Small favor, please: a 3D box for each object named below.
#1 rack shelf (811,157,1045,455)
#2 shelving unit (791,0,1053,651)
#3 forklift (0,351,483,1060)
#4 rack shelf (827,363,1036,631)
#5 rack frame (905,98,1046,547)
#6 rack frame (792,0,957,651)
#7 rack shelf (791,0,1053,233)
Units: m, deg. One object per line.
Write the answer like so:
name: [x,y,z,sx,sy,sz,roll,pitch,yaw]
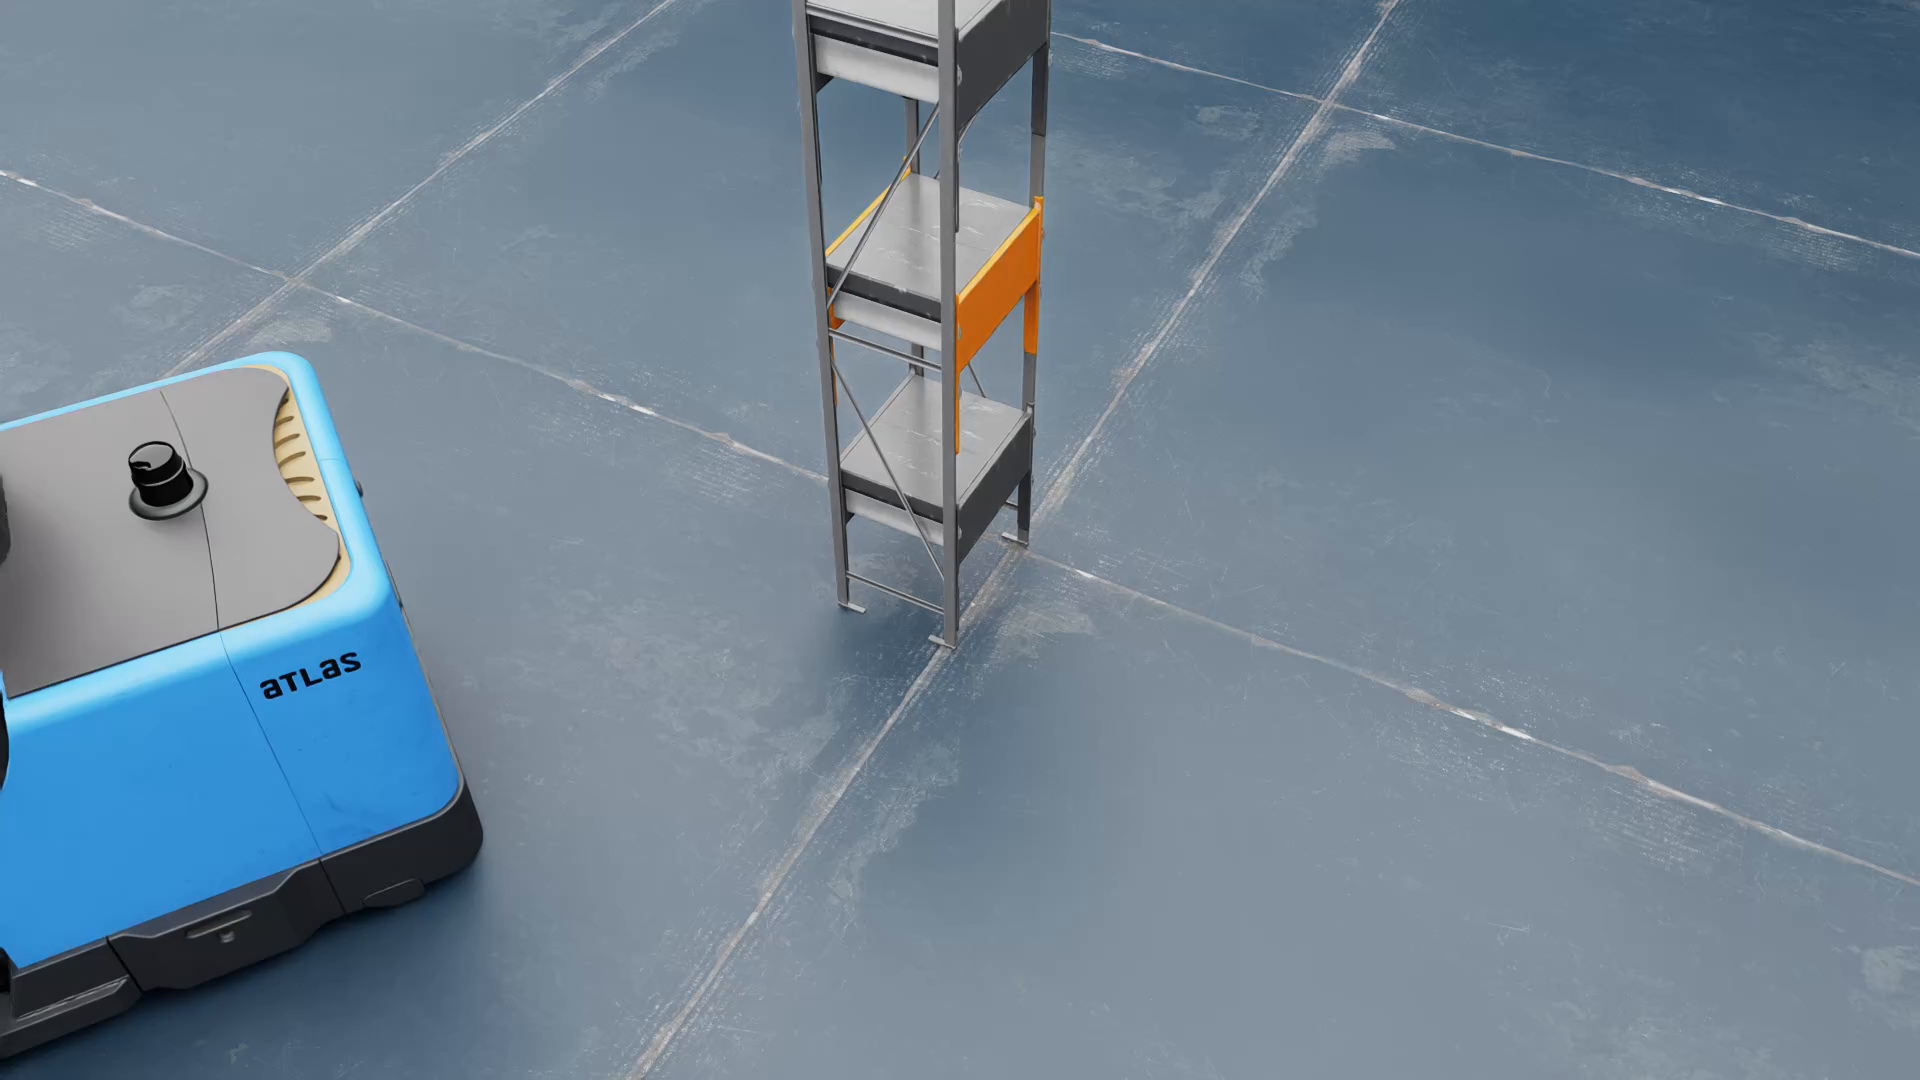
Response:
rack shelf: [-0.077,-0.624,4.410,0.431,0.518,0.480,20,49,19]
shelving unit: [-0.077,-0.634,4.400,0.431,2.100,0.503,20,49,19]
forklift: [-2.805,-0.003,3.192,3.031,2.935,1.130,-20,49,-18]
rack shelf: [-0.077,-0.132,4.908,0.431,0.518,0.480,20,49,19]
rack frame: [0.036,-0.788,4.552,0.400,2.100,0.015,20,49,19]
rack frame: [-0.190,-0.480,4.248,0.400,2.100,0.015,20,49,19]
rack shelf: [-0.077,-1.116,3.912,0.431,0.518,0.480,20,49,19]
